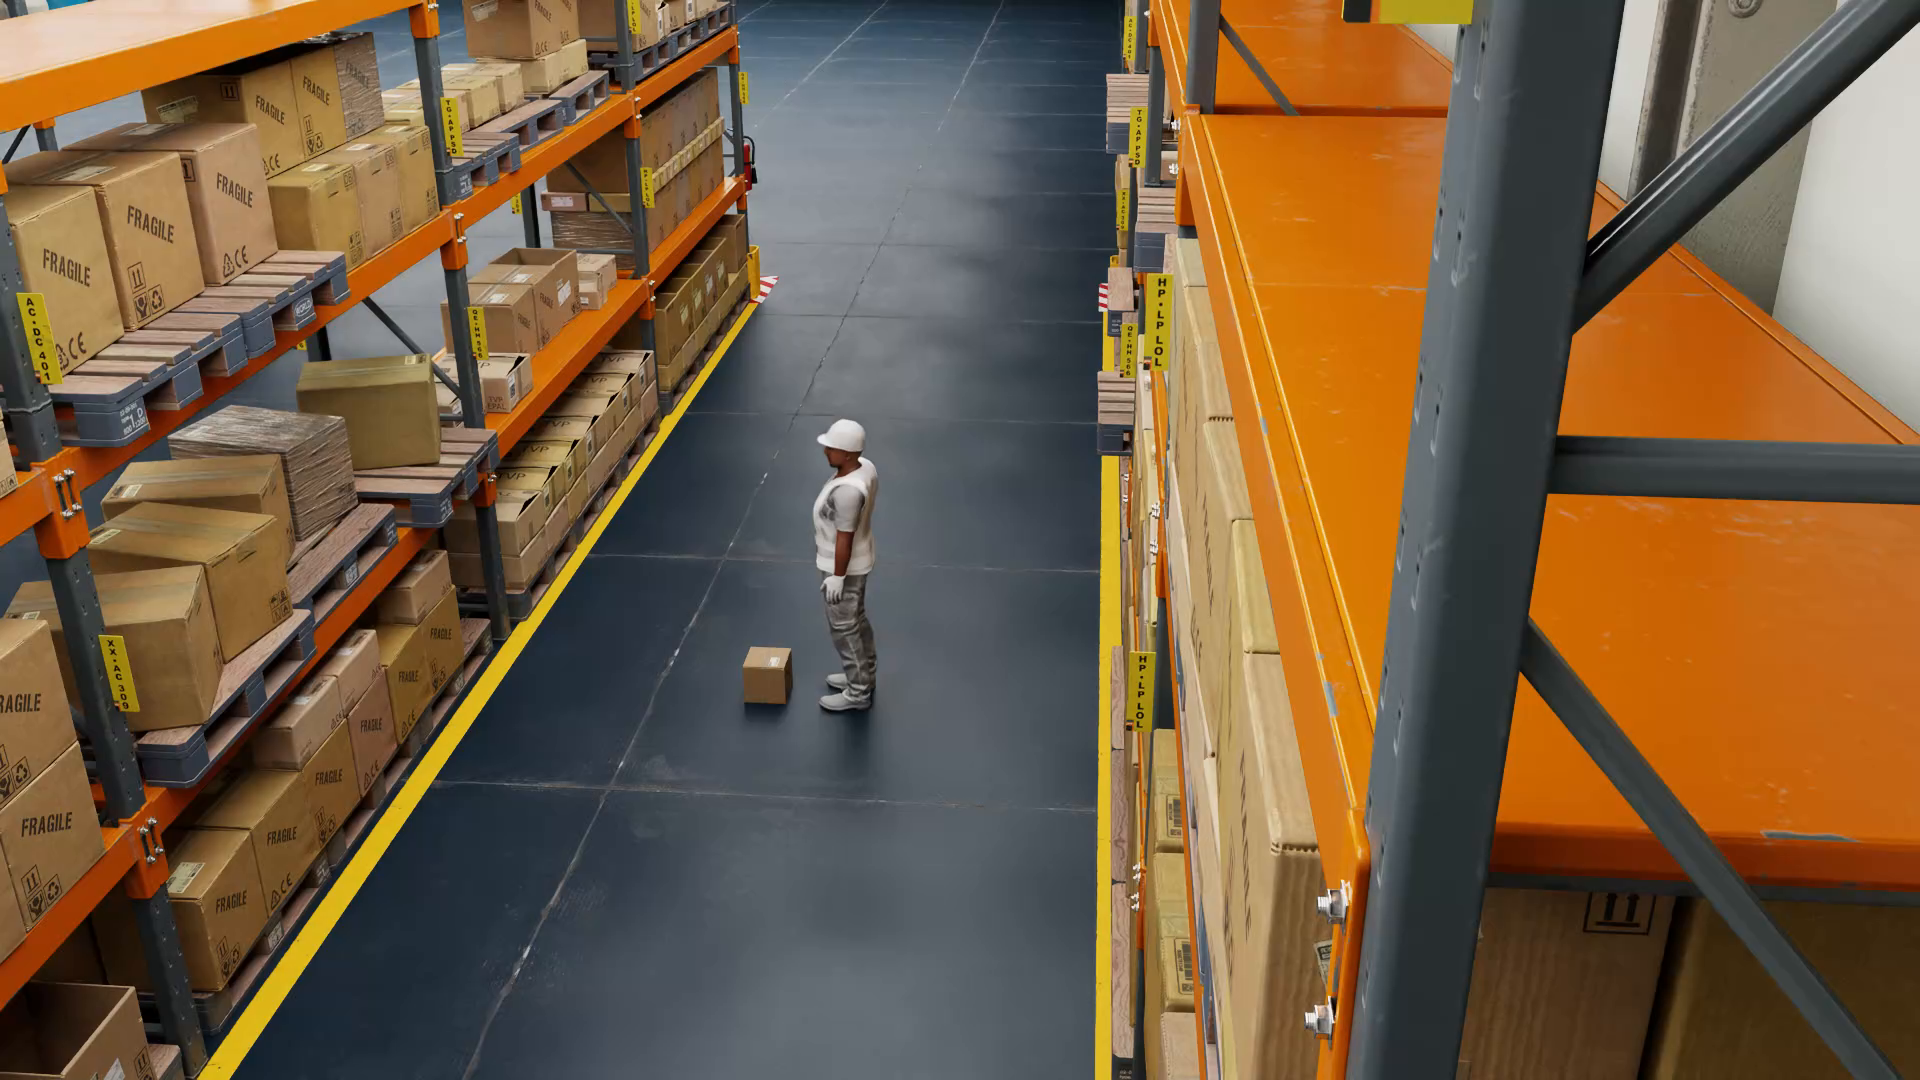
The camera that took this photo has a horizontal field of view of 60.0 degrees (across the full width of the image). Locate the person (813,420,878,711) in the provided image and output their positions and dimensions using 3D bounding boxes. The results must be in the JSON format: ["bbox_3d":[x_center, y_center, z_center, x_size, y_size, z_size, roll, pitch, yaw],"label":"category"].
[{"bbox_3d":[-0.659,0.141,9.676,0.352,1.782,0.539,2,24,5],"label":"person"}]
